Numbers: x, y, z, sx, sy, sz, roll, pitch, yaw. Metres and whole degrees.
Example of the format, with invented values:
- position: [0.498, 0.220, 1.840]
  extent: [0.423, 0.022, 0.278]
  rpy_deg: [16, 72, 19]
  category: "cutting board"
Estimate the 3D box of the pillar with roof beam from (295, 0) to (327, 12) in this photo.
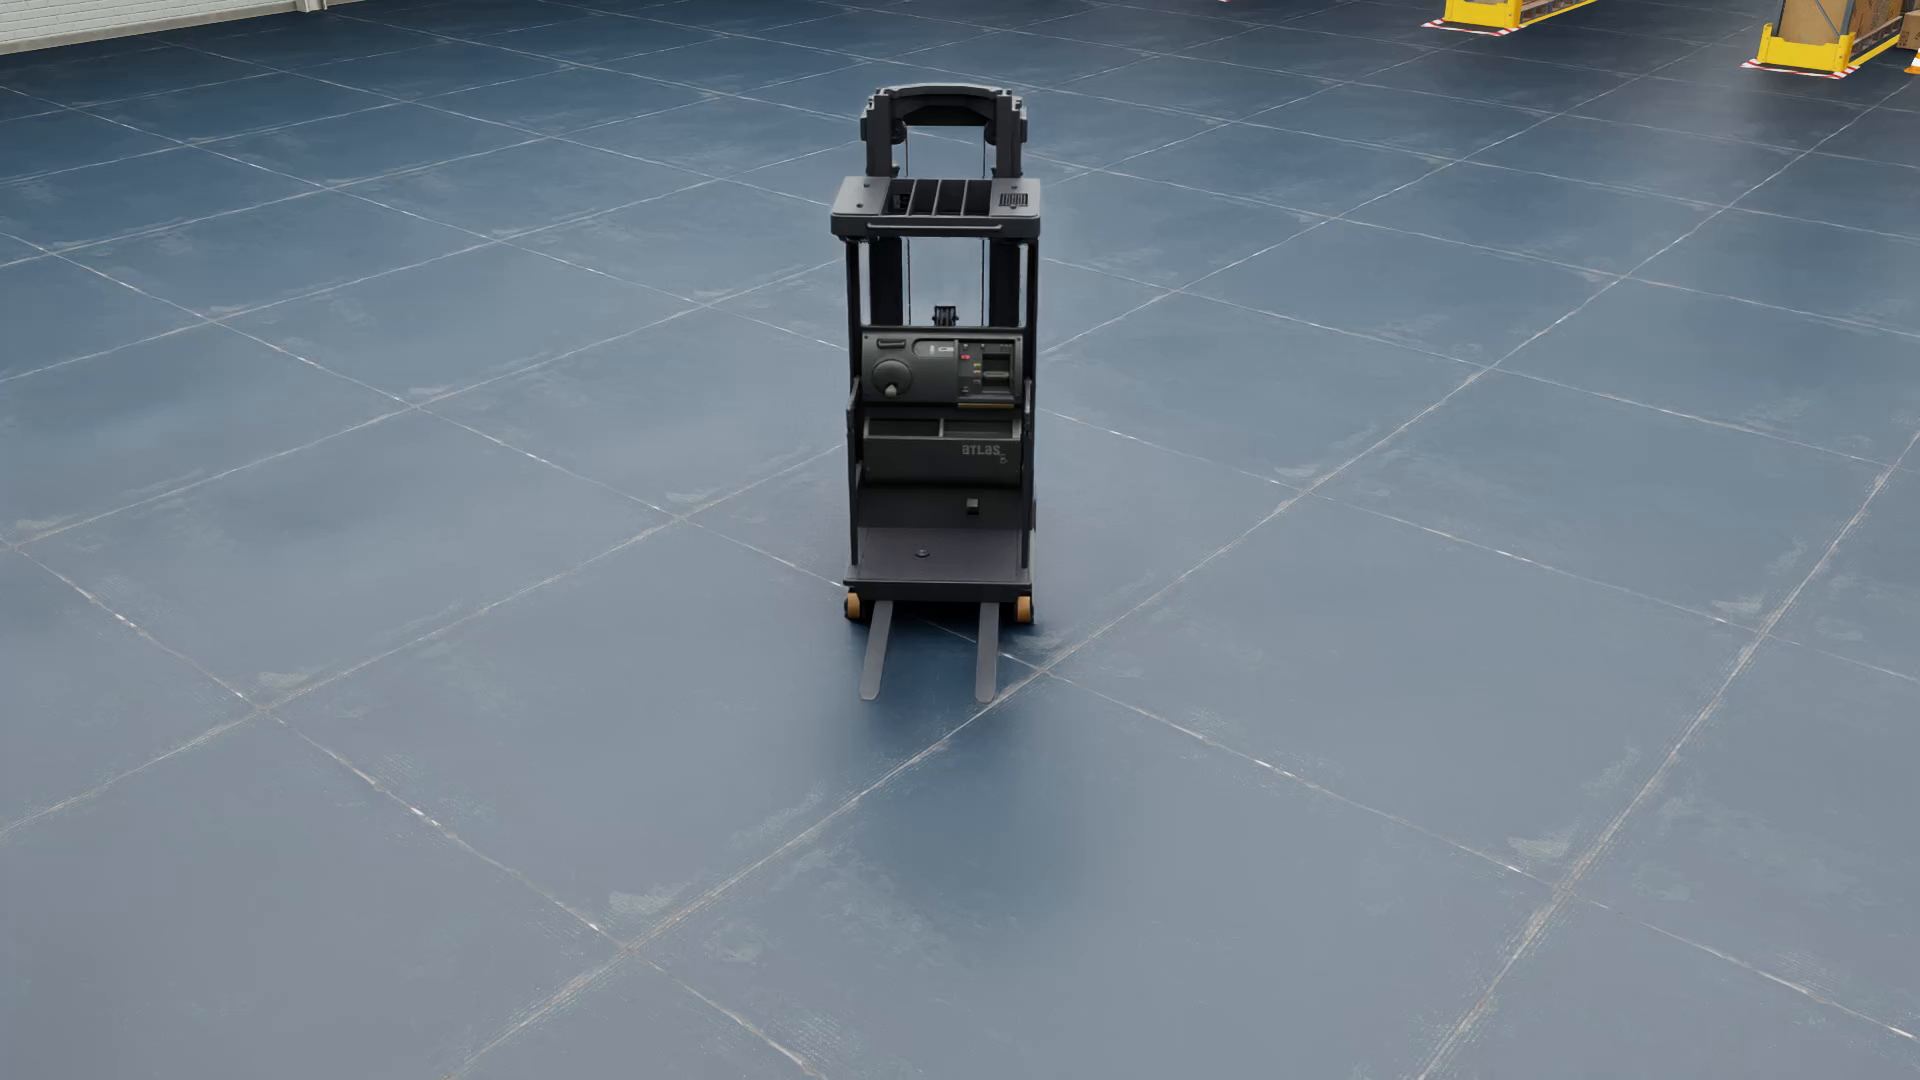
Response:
- position: [-7.603, -11.679, 23.532]
  extent: [9.100, 9.000, 0.400]
  rpy_deg: [21, 34, 34]
  category: "pillar with roof beam"

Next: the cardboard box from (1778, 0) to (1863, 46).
- position: [12.540, -7.700, 24.226]
  extent: [0.875, 0.875, 0.875]
  rpy_deg: [21, 34, 35]
  category: "cardboard box"

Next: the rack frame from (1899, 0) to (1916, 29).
- position: [14.704, -9.616, 26.073]
  extent: [1.000, 3.000, 0.127]
  rpy_deg: [21, 34, 34]
  category: "rack frame"

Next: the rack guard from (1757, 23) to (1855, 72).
- position: [12.144, -7.079, 23.890]
  extent: [1.175, 0.500, 0.348]
  rpy_deg: [21, 34, 34]
  category: "rack guard"

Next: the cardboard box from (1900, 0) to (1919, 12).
- position: [15.029, -9.050, 26.970]
  extent: [1.050, 0.750, 0.750]
  rpy_deg: [21, 34, 34]
  category: "cardboard box"

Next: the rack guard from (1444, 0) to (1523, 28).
- position: [8.445, -8.600, 26.830]
  extent: [1.175, 0.500, 0.348]
  rpy_deg: [21, 34, 34]
  category: "rack guard"

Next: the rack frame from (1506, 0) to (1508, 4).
- position: [8.397, -9.683, 26.203]
  extent: [1.000, 3.000, 0.127]
  rpy_deg: [21, 34, 34]
  category: "rack frame"

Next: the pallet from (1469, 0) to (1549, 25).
- position: [8.989, -8.749, 27.433]
  extent: [1.003, 0.211, 1.213]
  rpy_deg: [21, 34, 34]
  category: "pallet"

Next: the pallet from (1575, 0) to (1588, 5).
- position: [10.541, -9.614, 29.105]
  extent: [1.003, 0.211, 1.213]
  rpy_deg: [21, 34, 34]
  category: "pallet"

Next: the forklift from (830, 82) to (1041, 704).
- position: [-0.109, -0.960, 9.416]
  extent: [1.130, 2.935, 3.031]
  rpy_deg: [1, 27, 2]
  category: "forklift"

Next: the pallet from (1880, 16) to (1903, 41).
- position: [14.160, -8.131, 26.237]
  extent: [1.003, 0.211, 1.213]
  rpy_deg: [21, 34, 34]
  category: "pallet"

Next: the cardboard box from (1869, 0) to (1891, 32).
- position: [13.680, -8.335, 25.454]
  extent: [0.875, 0.875, 0.875]
  rpy_deg: [21, 34, 35]
  category: "cardboard box"

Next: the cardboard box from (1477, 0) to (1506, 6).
- position: [8.807, -8.976, 27.100]
  extent: [0.500, 0.500, 0.500]
  rpy_deg: [-21, 34, -35]
  category: "cardboard box"

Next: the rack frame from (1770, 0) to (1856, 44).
- position: [12.160, -8.198, 23.332]
  extent: [1.000, 3.000, 0.127]
  rpy_deg: [21, 34, 34]
  category: "rack frame"

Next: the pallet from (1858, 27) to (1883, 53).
- position: [13.384, -7.696, 25.397]
  extent: [1.003, 0.211, 1.213]
  rpy_deg: [21, 34, 34]
  category: "pallet"

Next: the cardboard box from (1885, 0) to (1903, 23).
- position: [14.250, -8.656, 26.073]
  extent: [0.875, 0.875, 0.875]
  rpy_deg: [21, 34, 35]
  category: "cardboard box"

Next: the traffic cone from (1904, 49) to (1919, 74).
- position: [13.593, -6.844, 23.476]
  extent: [0.336, 0.463, 0.334]
  rpy_deg: [21, 34, 34]
  category: "traffic cone"

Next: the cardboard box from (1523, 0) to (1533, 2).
- position: [9.161, -9.198, 27.529]
  extent: [0.500, 0.500, 0.500]
  rpy_deg: [-18, 32, -31]
  category: "cardboard box"

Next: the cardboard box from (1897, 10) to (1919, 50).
- position: [14.508, -7.656, 25.003]
  extent: [0.500, 0.500, 0.500]
  rpy_deg: [-21, 34, -35]
  category: "cardboard box"

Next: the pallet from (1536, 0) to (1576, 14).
- position: [9.765, -9.180, 28.265]
  extent: [1.003, 0.211, 1.213]
  rpy_deg: [21, 34, 34]
  category: "pallet"

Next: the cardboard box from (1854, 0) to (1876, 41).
- position: [13.098, -8.013, 24.830]
  extent: [0.875, 0.875, 0.875]
  rpy_deg: [20, 34, 34]
  category: "cardboard box"

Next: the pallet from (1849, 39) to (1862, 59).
- position: [12.608, -7.265, 24.565]
  extent: [1.003, 0.211, 1.213]
  rpy_deg: [21, 34, 34]
  category: "pallet"

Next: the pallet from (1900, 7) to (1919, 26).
- position: [15.137, -8.673, 27.285]
  extent: [1.003, 0.211, 1.213]
  rpy_deg: [21, 34, 34]
  category: "pallet"
